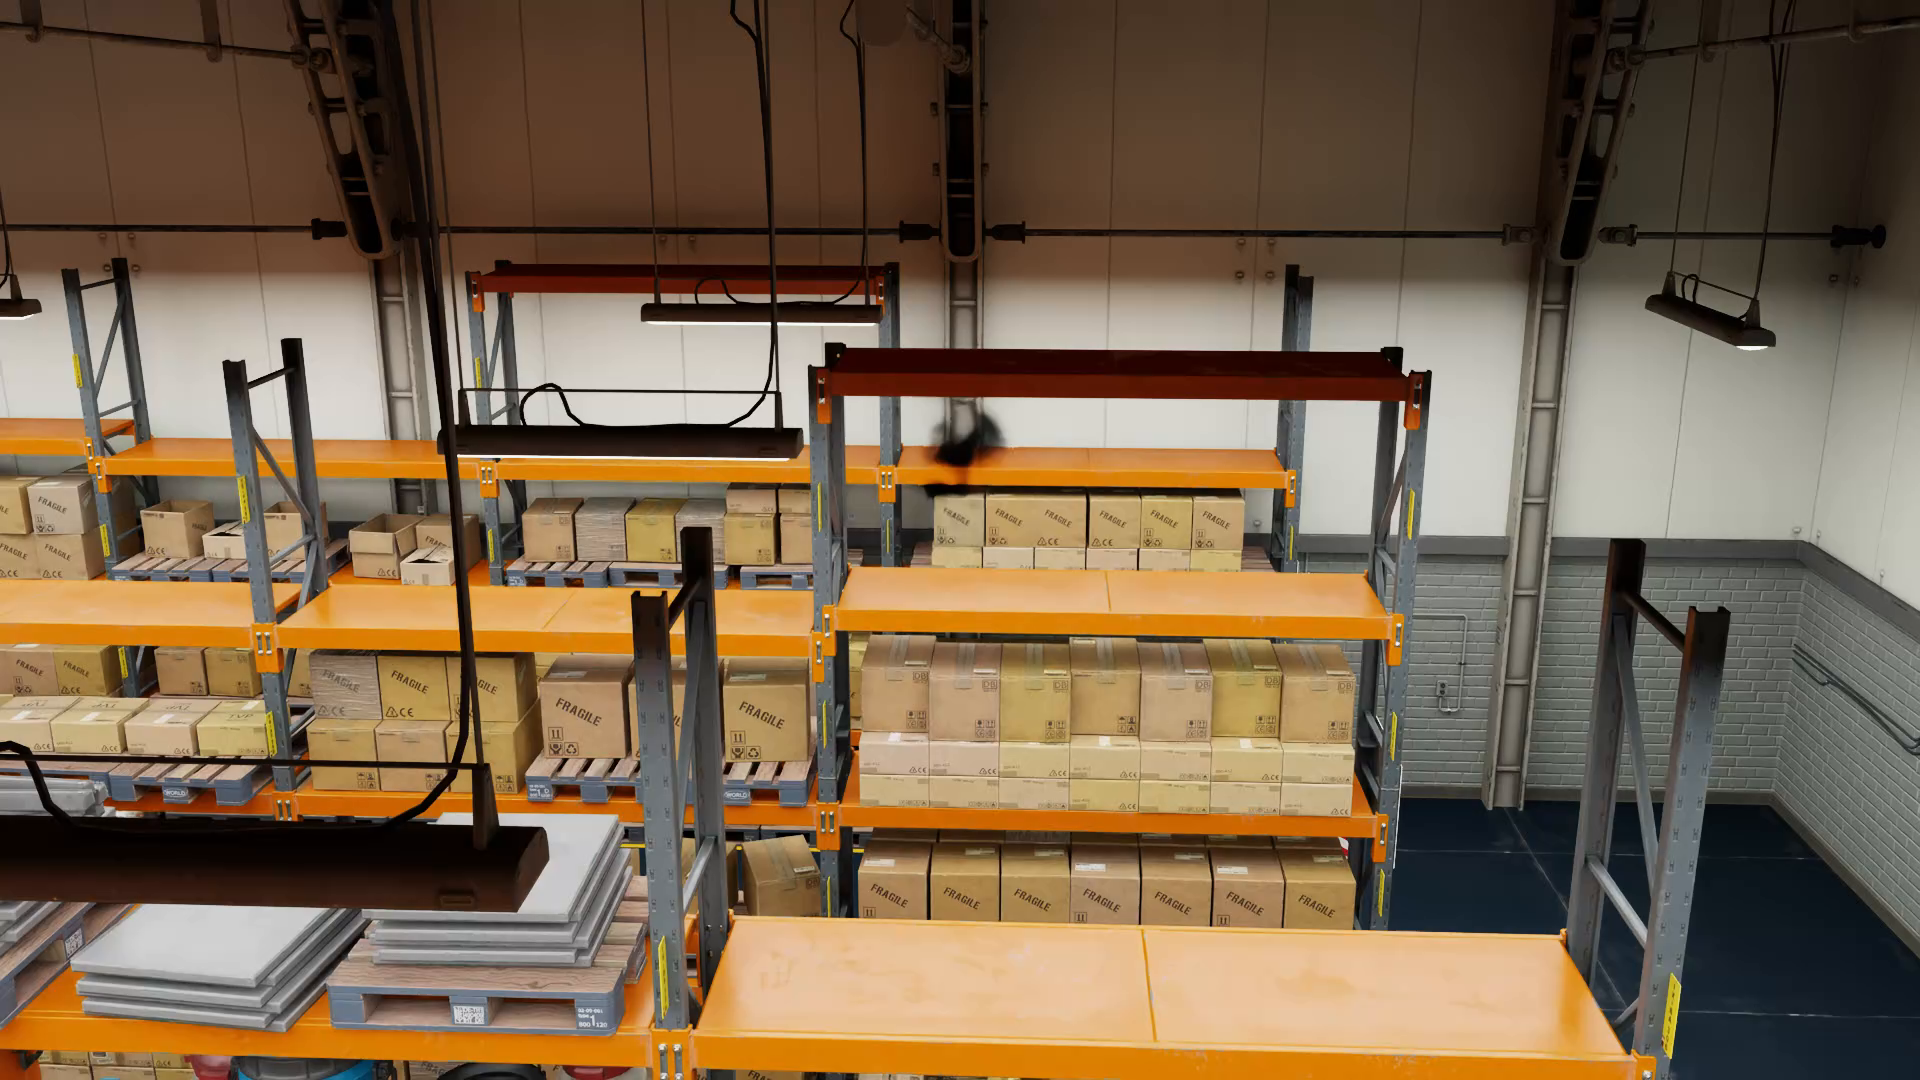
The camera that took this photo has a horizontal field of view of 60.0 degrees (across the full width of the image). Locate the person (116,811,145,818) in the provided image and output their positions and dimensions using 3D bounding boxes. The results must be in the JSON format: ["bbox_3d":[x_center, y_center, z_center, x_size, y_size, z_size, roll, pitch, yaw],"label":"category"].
[{"bbox_3d":[-7.800,2.937,15.595,0.529,1.622,0.596,-3,16,-11],"label":"person"}]
